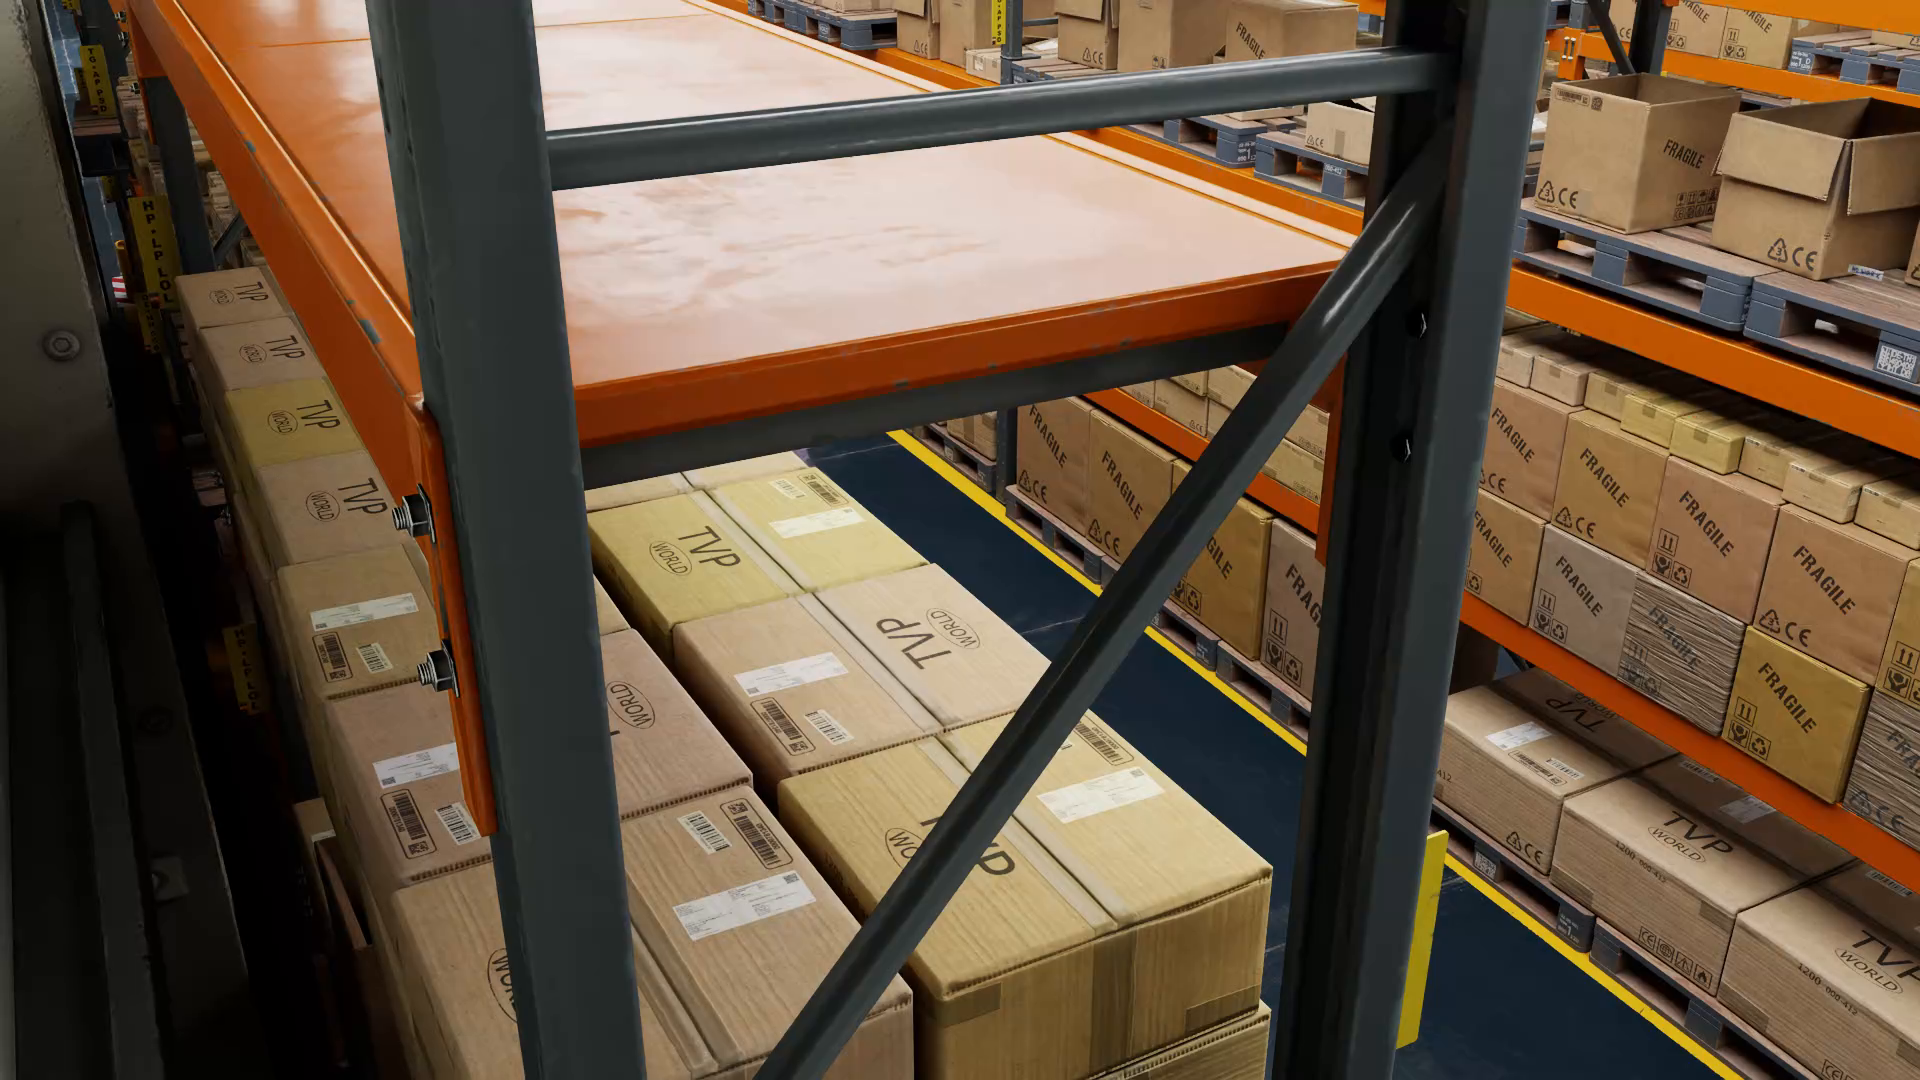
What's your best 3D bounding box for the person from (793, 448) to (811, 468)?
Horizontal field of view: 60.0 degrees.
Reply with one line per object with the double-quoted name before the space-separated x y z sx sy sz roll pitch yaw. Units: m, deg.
"person" -1.118 -0.249 9.612 0.487 1.586 1.006 -6 26 -12
